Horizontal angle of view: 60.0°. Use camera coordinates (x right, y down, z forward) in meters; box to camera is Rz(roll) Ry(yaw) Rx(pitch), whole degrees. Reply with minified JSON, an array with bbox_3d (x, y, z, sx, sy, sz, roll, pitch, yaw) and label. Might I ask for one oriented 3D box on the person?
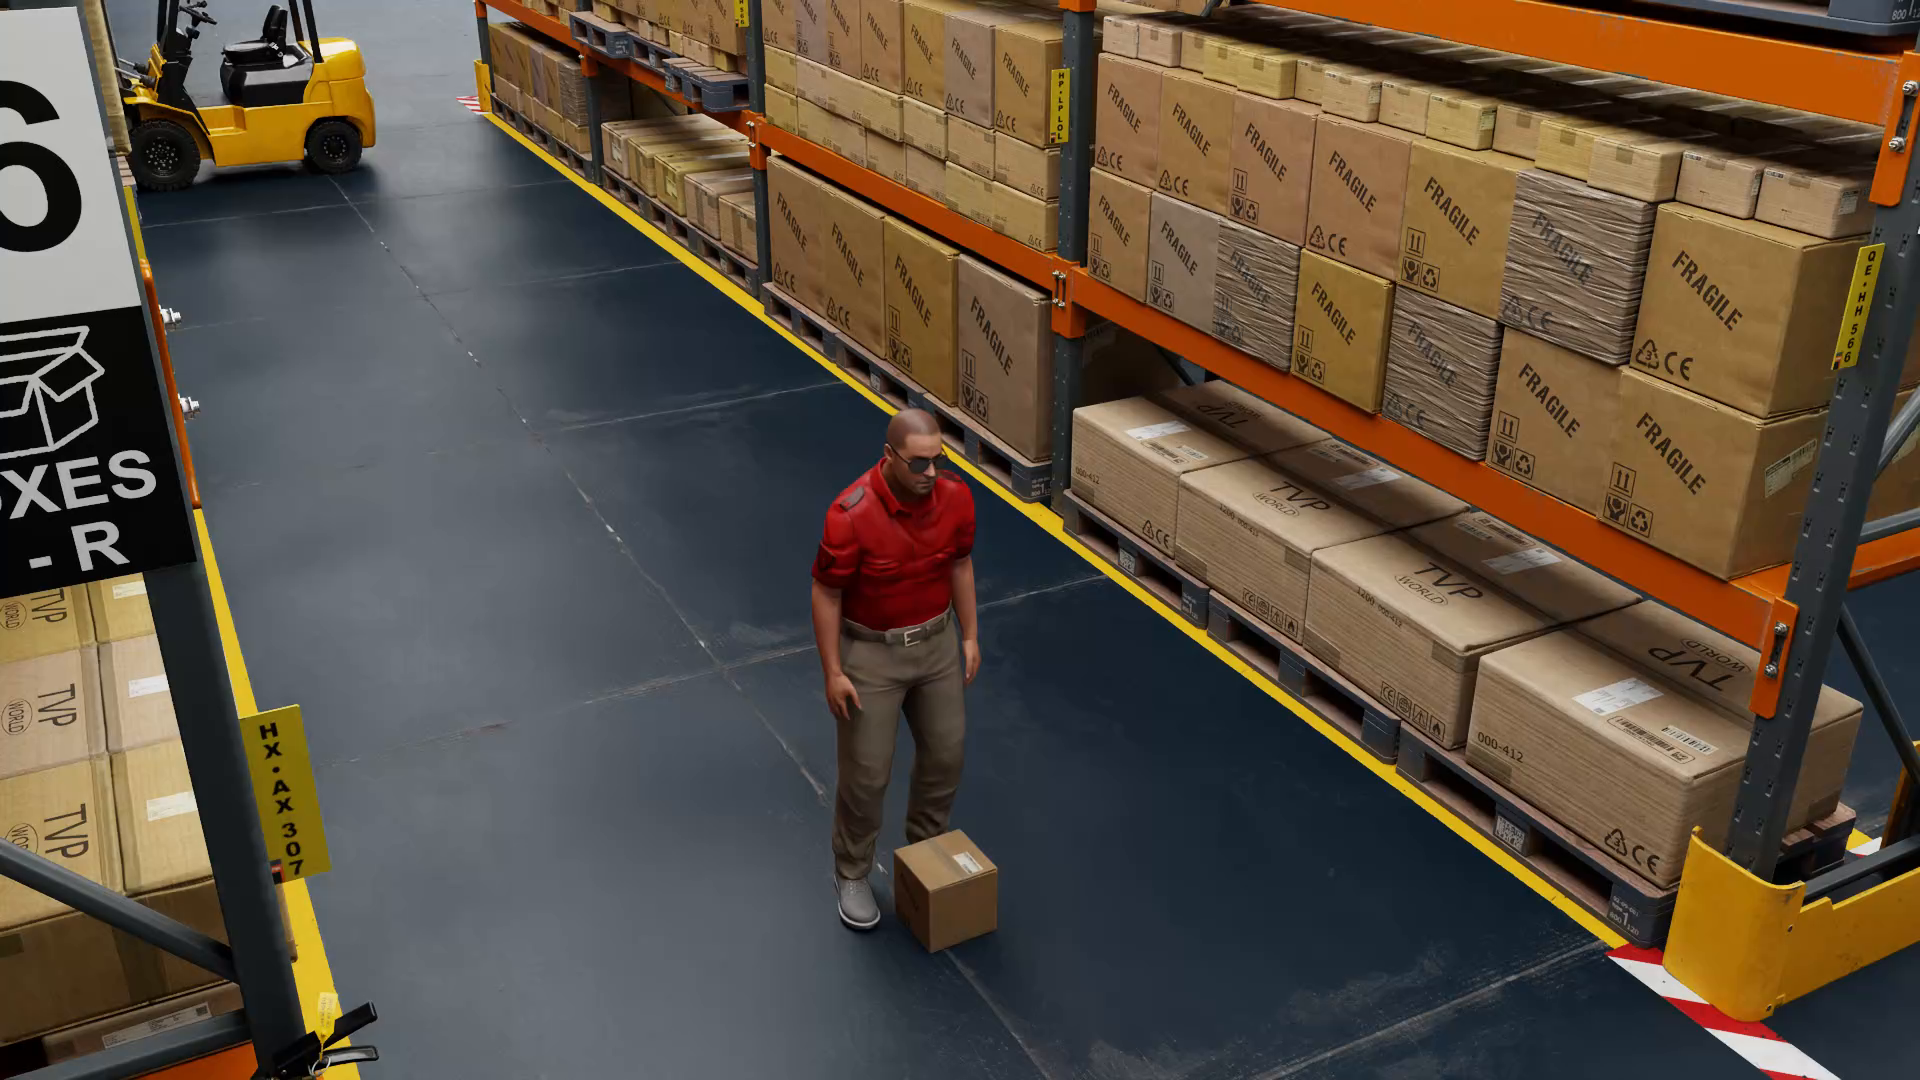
[{"bbox_3d":[-0.187,0.381,5.323,0.584,1.725,0.391,-14,29,-27],"label":"person"}]
